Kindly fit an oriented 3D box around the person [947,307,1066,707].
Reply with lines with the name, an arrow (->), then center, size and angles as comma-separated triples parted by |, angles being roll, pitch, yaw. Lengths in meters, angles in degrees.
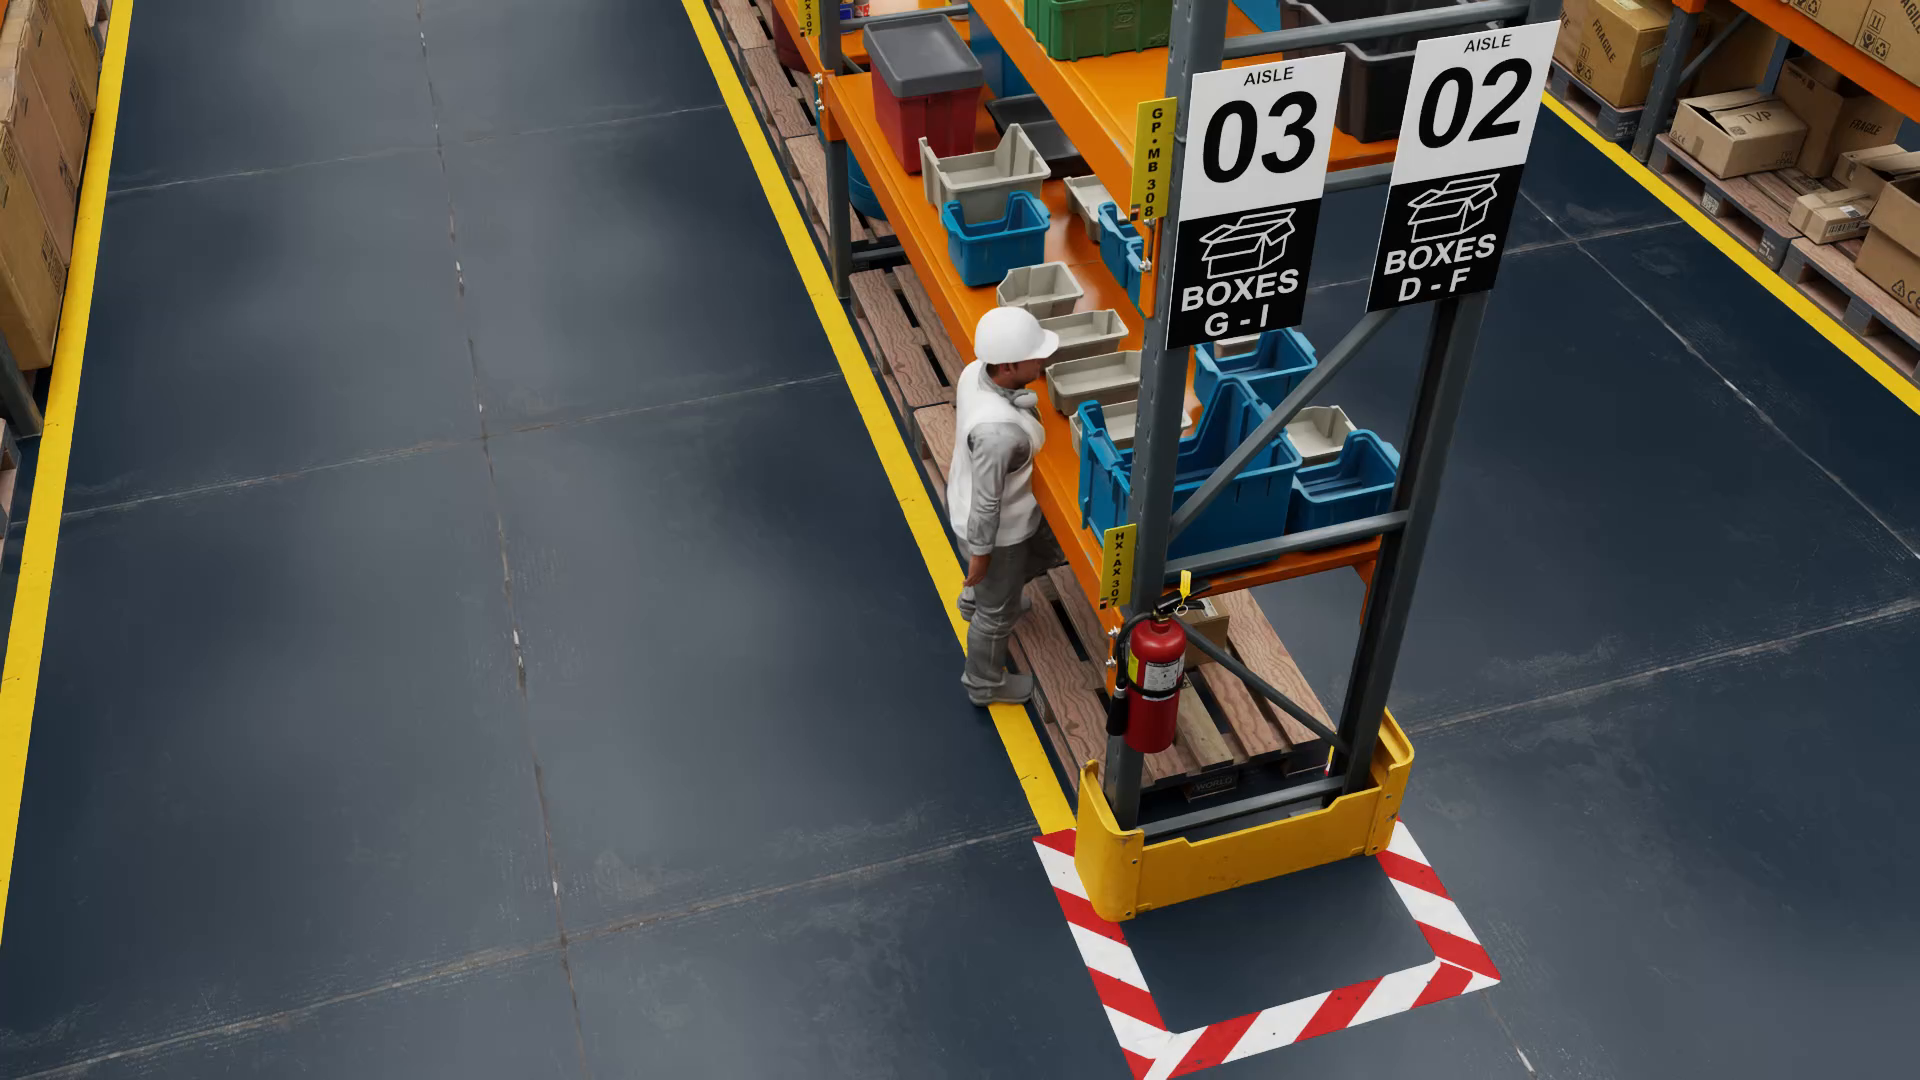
person -> 0.200, -0.109, 6.231 | 0.486, 1.790, 0.572 | -3, 42, -4
